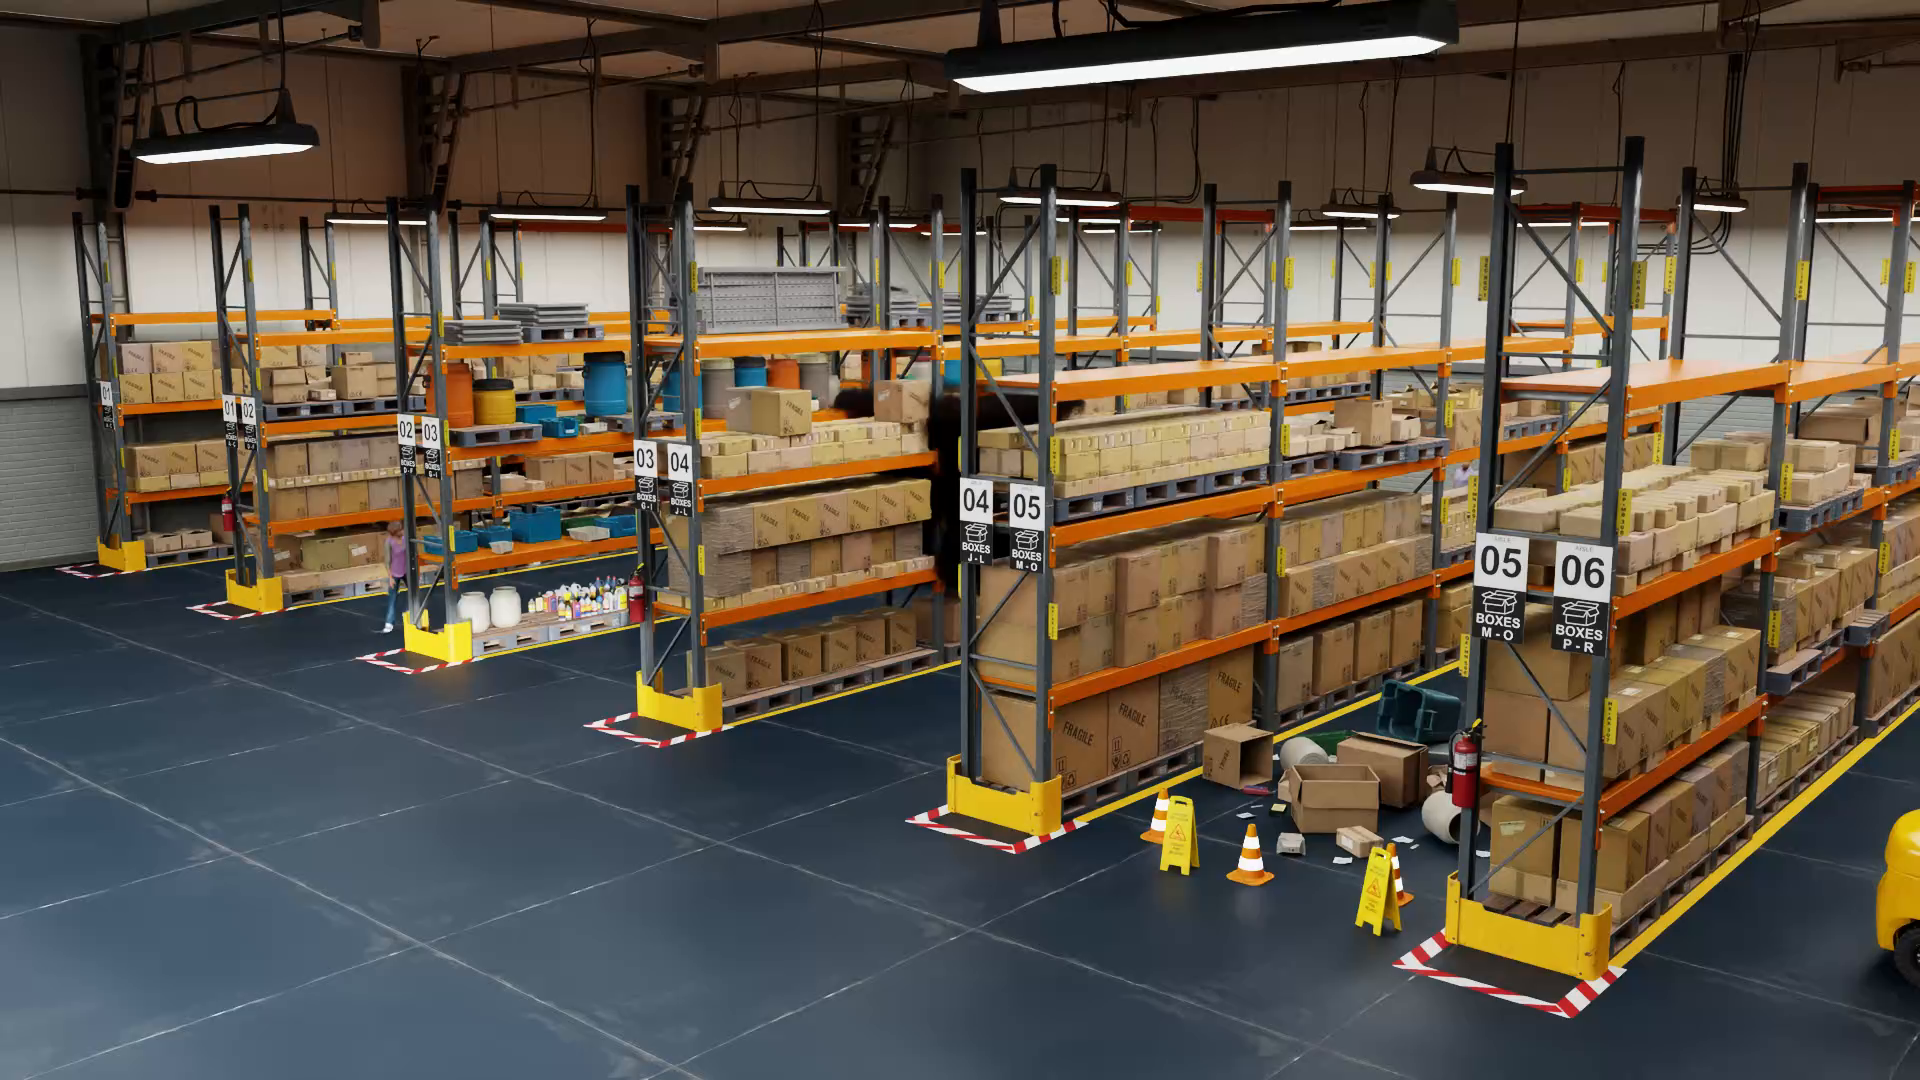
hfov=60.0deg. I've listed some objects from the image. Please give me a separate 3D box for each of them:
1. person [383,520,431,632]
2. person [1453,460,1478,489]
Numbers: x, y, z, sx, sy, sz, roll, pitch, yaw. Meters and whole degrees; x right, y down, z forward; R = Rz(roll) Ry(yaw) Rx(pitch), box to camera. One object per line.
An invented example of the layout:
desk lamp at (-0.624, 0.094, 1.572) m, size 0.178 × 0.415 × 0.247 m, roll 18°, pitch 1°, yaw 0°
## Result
person at (-7.859, 0.528, 23.429) m, size 0.556 × 1.569 × 0.552 m, roll -8°, pitch 12°, yaw -40°
person at (9.423, -0.770, 30.967) m, size 0.500 × 1.601 × 0.665 m, roll 7°, pitch 12°, yaw 38°
